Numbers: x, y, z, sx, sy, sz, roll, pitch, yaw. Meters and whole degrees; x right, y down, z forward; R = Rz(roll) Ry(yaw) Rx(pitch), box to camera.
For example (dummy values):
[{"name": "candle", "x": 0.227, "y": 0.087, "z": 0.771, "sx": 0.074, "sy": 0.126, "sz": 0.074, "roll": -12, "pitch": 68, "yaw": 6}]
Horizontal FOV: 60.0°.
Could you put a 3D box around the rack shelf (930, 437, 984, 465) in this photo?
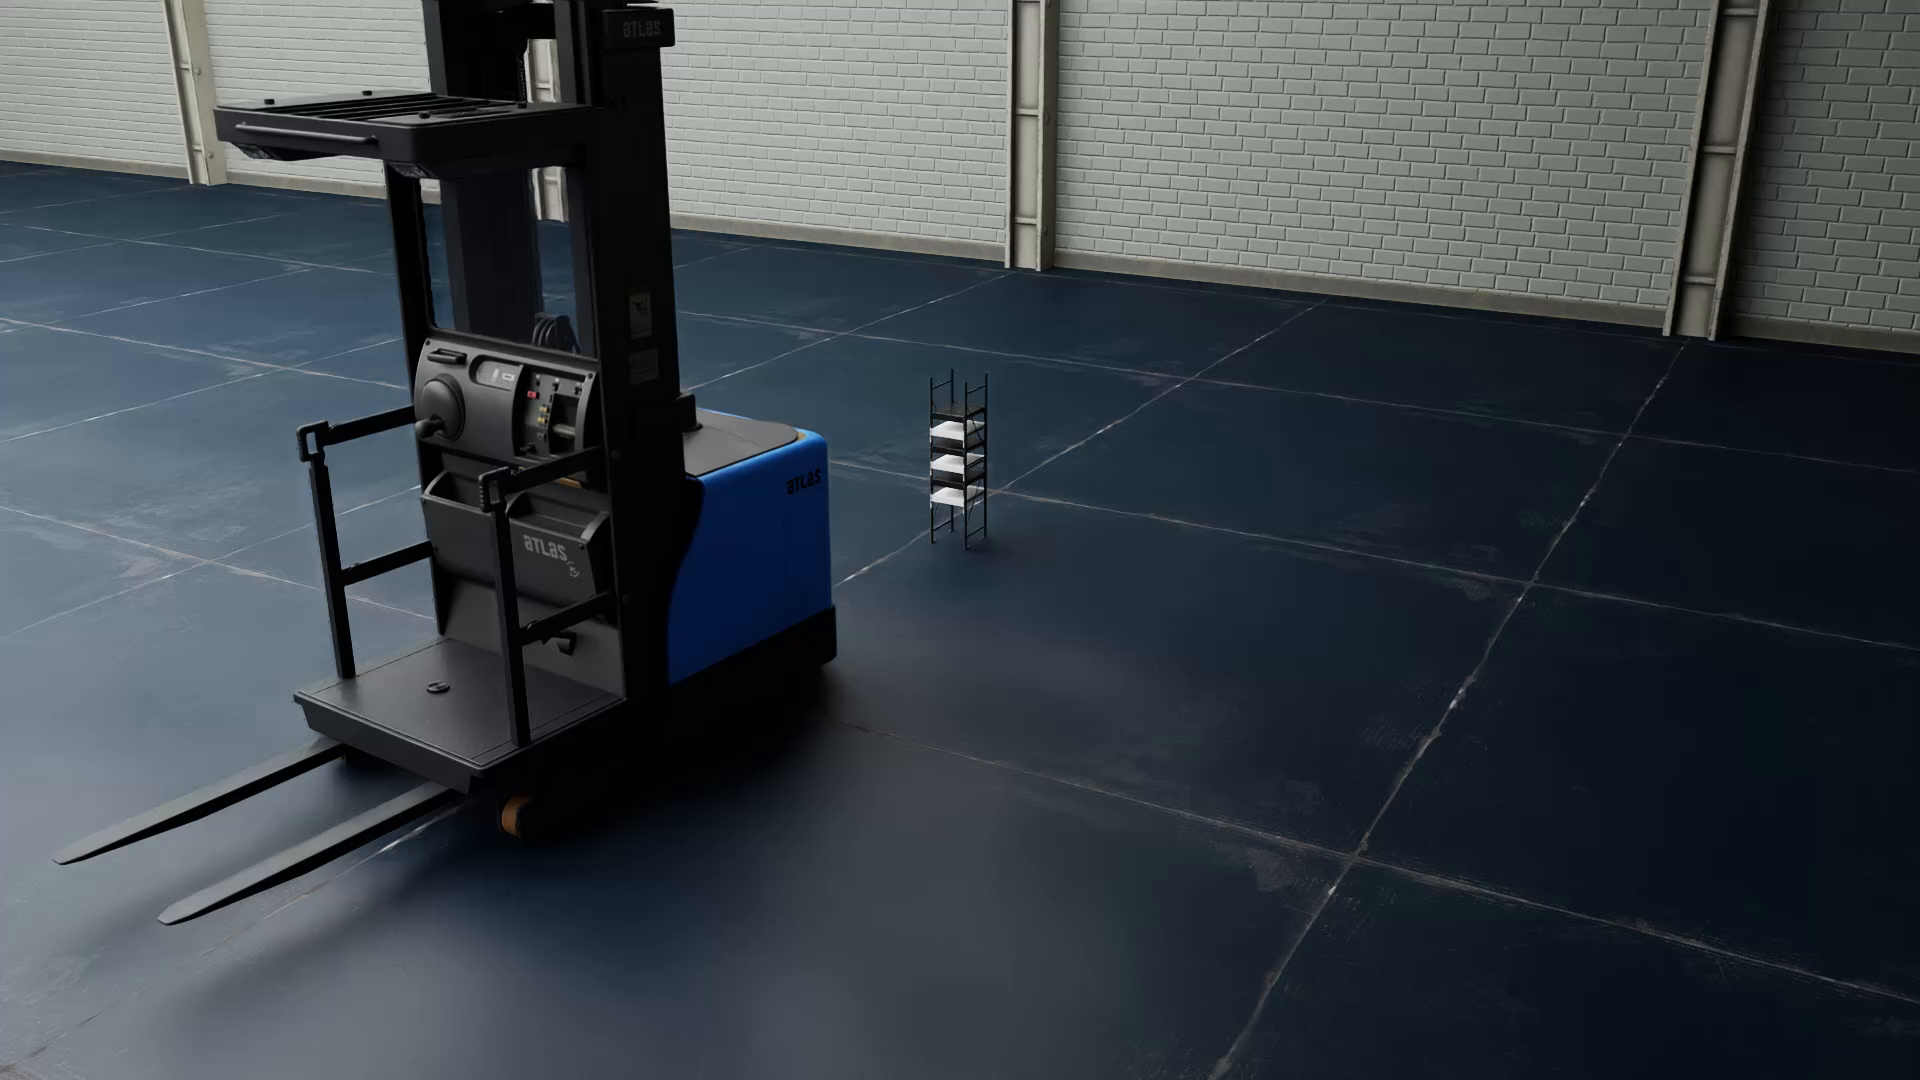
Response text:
[{"name": "rack shelf", "x": -0.007, "y": -0.478, "z": 8.696, "sx": 0.200, "sy": 0.077, "sz": 0.258, "roll": 11, "pitch": 23, "yaw": 27}]

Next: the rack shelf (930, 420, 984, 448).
[{"name": "rack shelf", "x": -0.007, "y": -0.562, "z": 8.665, "sx": 0.200, "sy": 0.077, "sz": 0.258, "roll": 11, "pitch": 23, "yaw": 27}]

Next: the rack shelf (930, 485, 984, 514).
[{"name": "rack shelf", "x": -0.007, "y": -0.224, "z": 8.788, "sx": 0.200, "sy": 0.077, "sz": 0.258, "roll": 11, "pitch": 23, "yaw": 27}]

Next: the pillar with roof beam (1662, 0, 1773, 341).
[{"name": "pillar with roof beam", "x": 3.819, "y": -4.615, "z": 8.391, "sx": 0.400, "sy": 9.000, "sz": 9.100, "roll": 11, "pitch": 23, "yaw": 27}]

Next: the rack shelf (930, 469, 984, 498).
[{"name": "rack shelf", "x": -0.007, "y": -0.308, "z": 8.757, "sx": 0.200, "sy": 0.077, "sz": 0.258, "roll": 11, "pitch": 23, "yaw": 27}]

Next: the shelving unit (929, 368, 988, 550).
[{"name": "shelving unit", "x": -0.007, "y": -0.424, "z": 8.715, "sx": 0.210, "sy": 0.900, "sz": 0.258, "roll": 11, "pitch": 23, "yaw": 27}]

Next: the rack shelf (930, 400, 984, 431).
[{"name": "rack shelf", "x": -0.007, "y": -0.647, "z": 8.635, "sx": 0.200, "sy": 0.077, "sz": 0.258, "roll": 11, "pitch": 23, "yaw": 27}]

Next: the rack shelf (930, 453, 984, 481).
[{"name": "rack shelf", "x": -0.007, "y": -0.393, "z": 8.727, "sx": 0.200, "sy": 0.077, "sz": 0.258, "roll": 11, "pitch": 23, "yaw": 27}]

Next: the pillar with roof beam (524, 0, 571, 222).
[{"name": "pillar with roof beam", "x": -6.658, "y": -6.610, "z": 13.892, "sx": 0.400, "sy": 9.000, "sz": 9.100, "roll": 11, "pitch": 23, "yaw": 27}]

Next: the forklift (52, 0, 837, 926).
[{"name": "forklift", "x": -1.795, "y": -0.496, "z": 5.935, "sx": 1.130, "sy": 2.935, "sz": 3.031, "roll": 13, "pitch": 24, "yaw": 33}]

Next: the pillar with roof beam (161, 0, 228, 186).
[{"name": "pillar with roof beam", "x": -11.896, "y": -7.608, "z": 16.643, "sx": 0.400, "sy": 9.000, "sz": 9.100, "roll": 11, "pitch": 23, "yaw": 27}]

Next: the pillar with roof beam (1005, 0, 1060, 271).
[{"name": "pillar with roof beam", "x": -1.419, "y": -5.613, "z": 11.141, "sx": 0.400, "sy": 9.000, "sz": 9.100, "roll": 11, "pitch": 23, "yaw": 27}]

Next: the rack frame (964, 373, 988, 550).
[{"name": "rack frame", "x": 0.082, "y": -0.407, "z": 8.669, "sx": 0.006, "sy": 0.900, "sz": 0.240, "roll": 11, "pitch": 23, "yaw": 27}]

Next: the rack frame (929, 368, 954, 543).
[{"name": "rack frame", "x": -0.096, "y": -0.441, "z": 8.762, "sx": 0.006, "sy": 0.900, "sz": 0.240, "roll": 11, "pitch": 23, "yaw": 27}]
